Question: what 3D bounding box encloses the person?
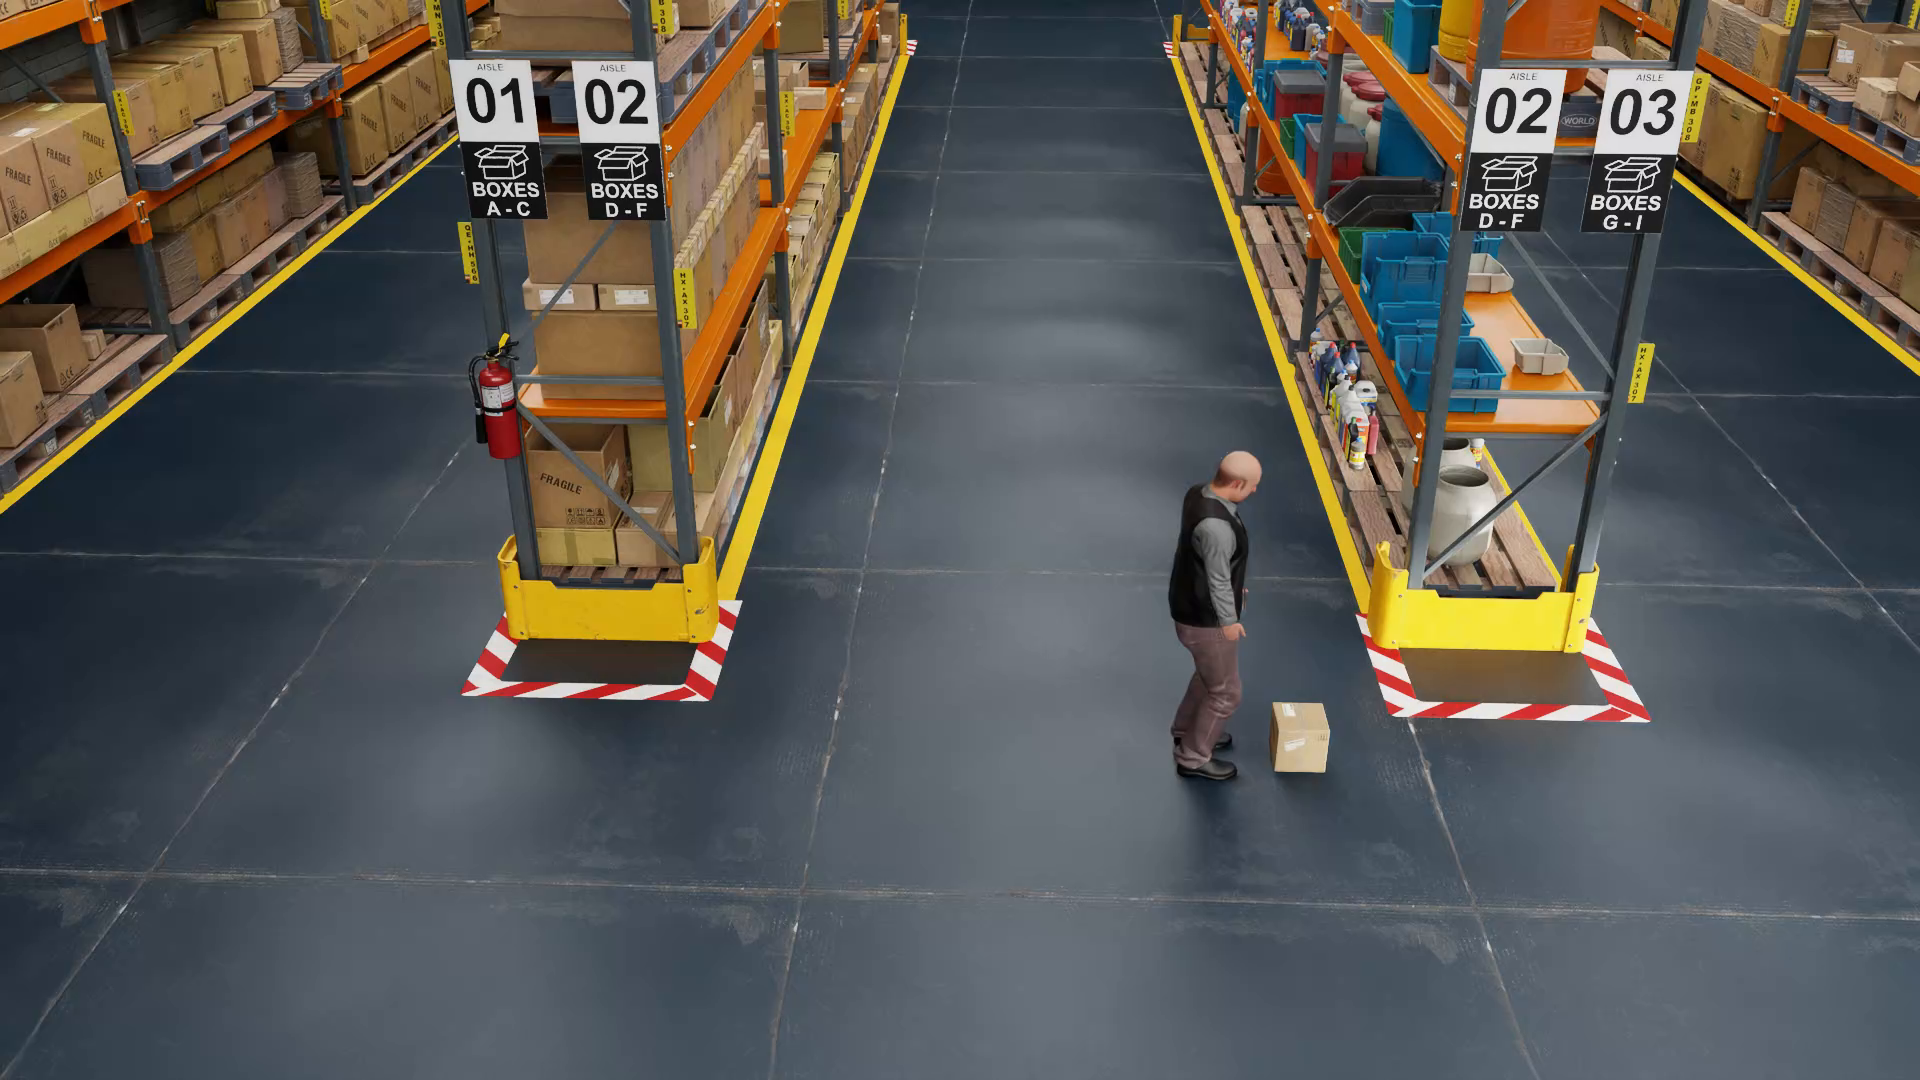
[{"bbox_3d":[1.210,0.342,8.048,0.403,1.685,0.552,2,28,3],"label":"person"}]
